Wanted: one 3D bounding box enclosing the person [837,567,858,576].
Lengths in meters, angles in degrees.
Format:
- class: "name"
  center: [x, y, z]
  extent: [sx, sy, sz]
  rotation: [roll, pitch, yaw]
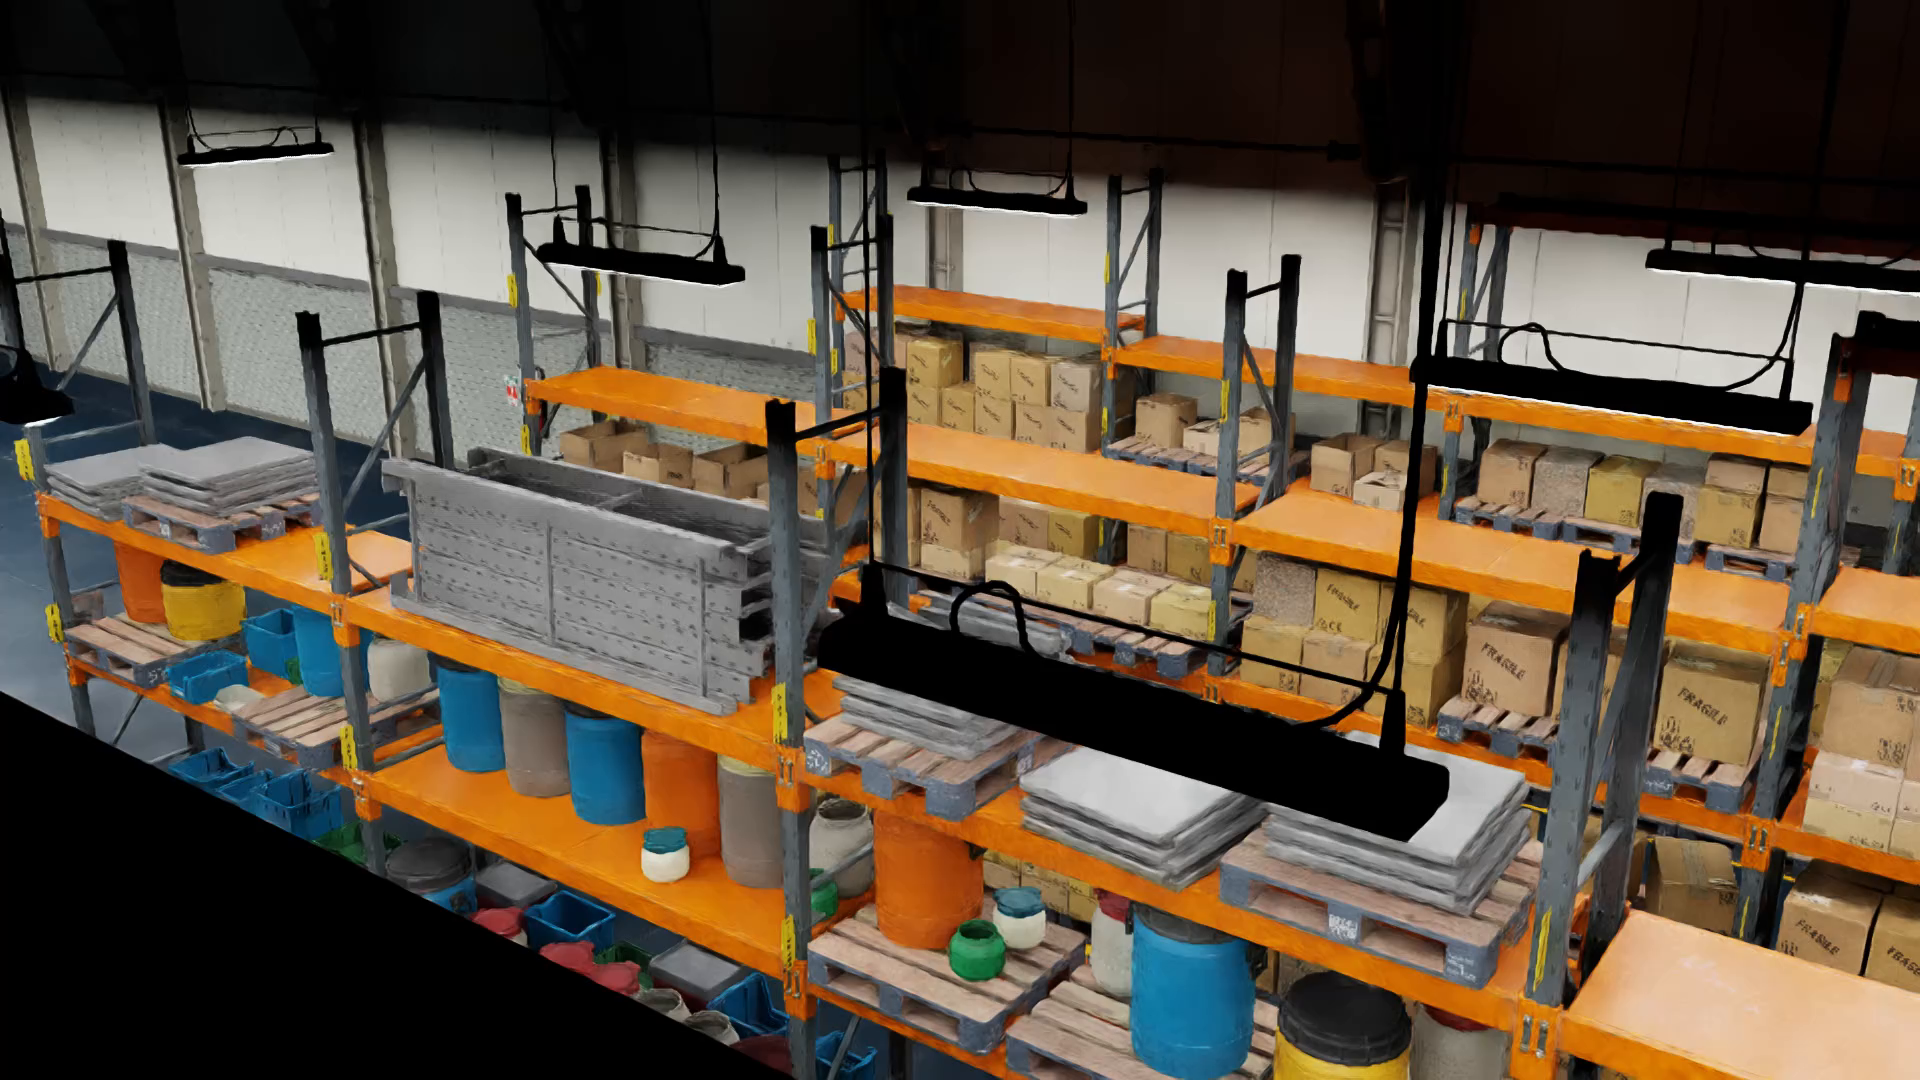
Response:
- class: "person"
  center: [-1.439, 0.559, 20.738]
  extent: [0.552, 1.742, 0.677]
  rotation: [12, 22, 32]
